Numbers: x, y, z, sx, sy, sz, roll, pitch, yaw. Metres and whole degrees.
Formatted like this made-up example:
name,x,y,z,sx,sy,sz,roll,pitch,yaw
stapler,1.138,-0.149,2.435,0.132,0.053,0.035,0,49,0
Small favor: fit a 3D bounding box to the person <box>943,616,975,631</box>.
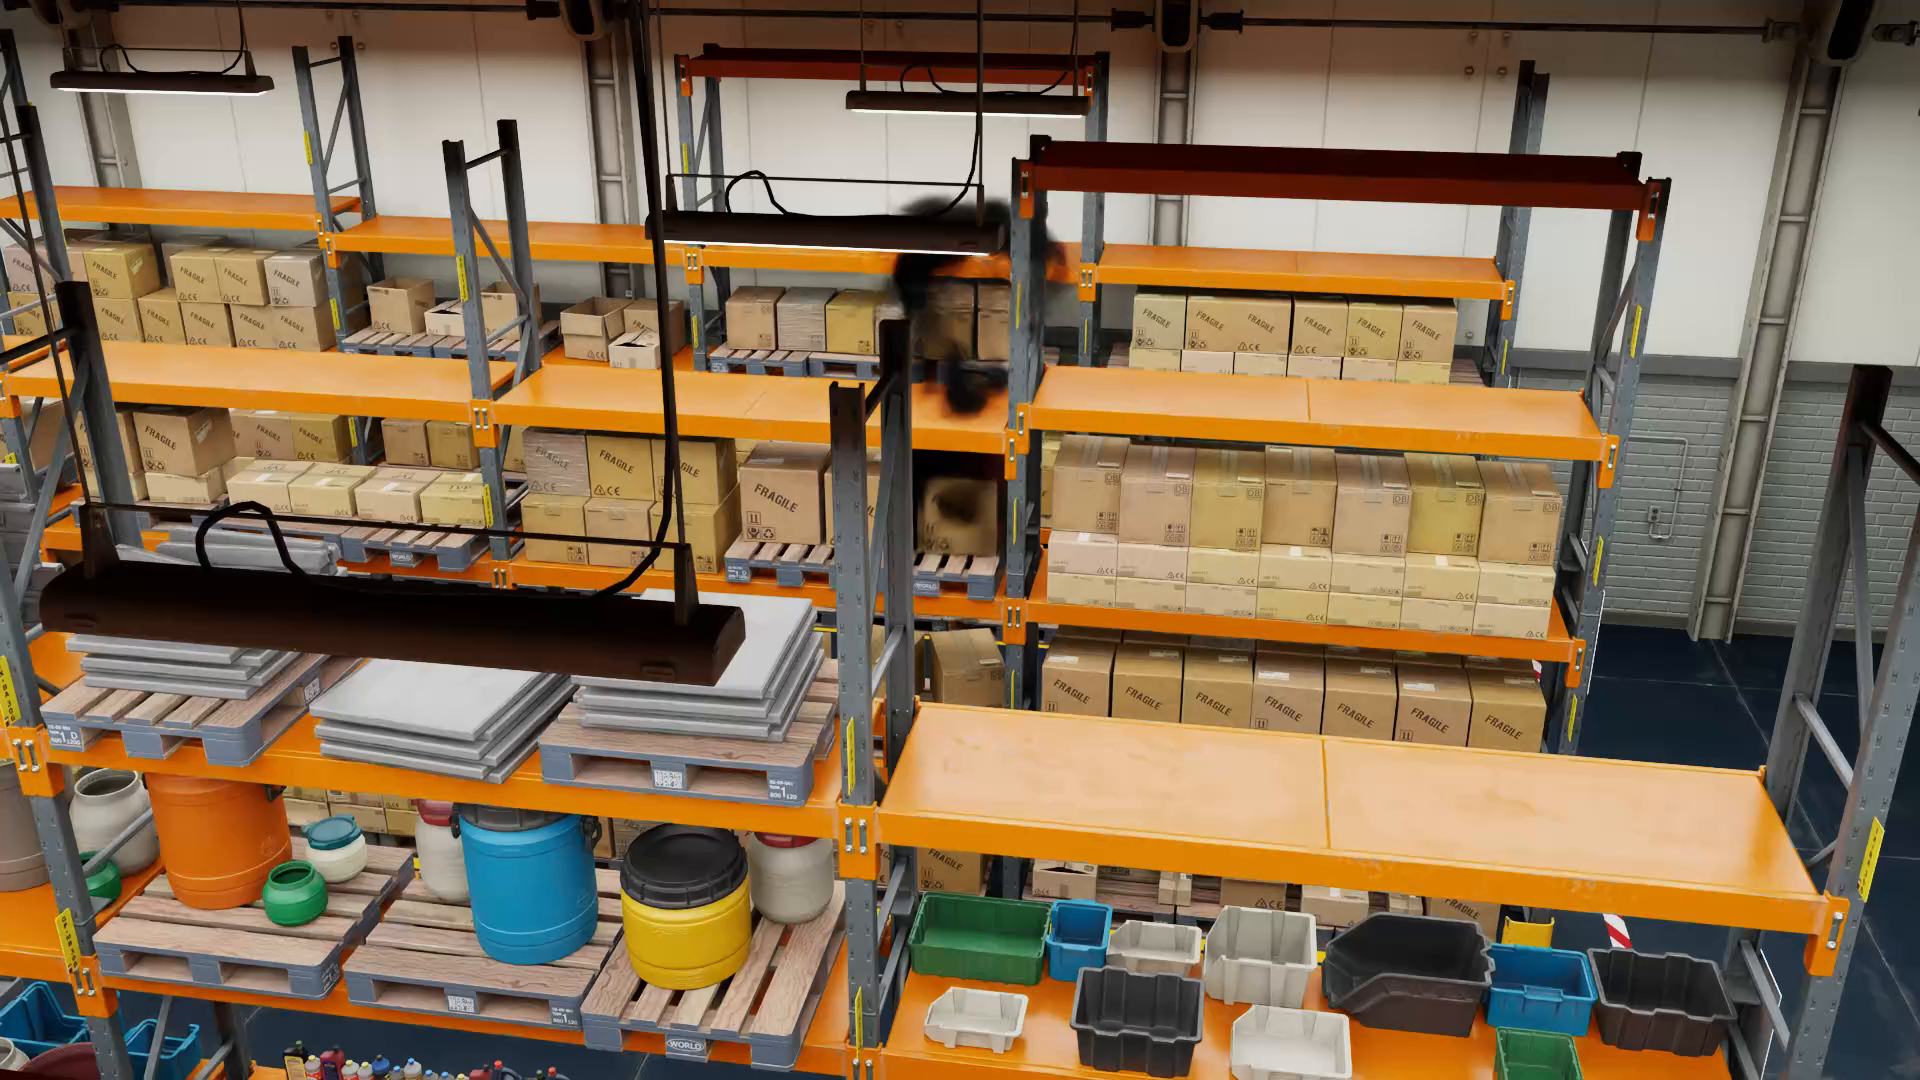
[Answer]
name,x,y,z,sx,sy,sz,roll,pitch,yaw
person,0.050,1.344,15.121,0.561,1.622,0.595,2,23,5
